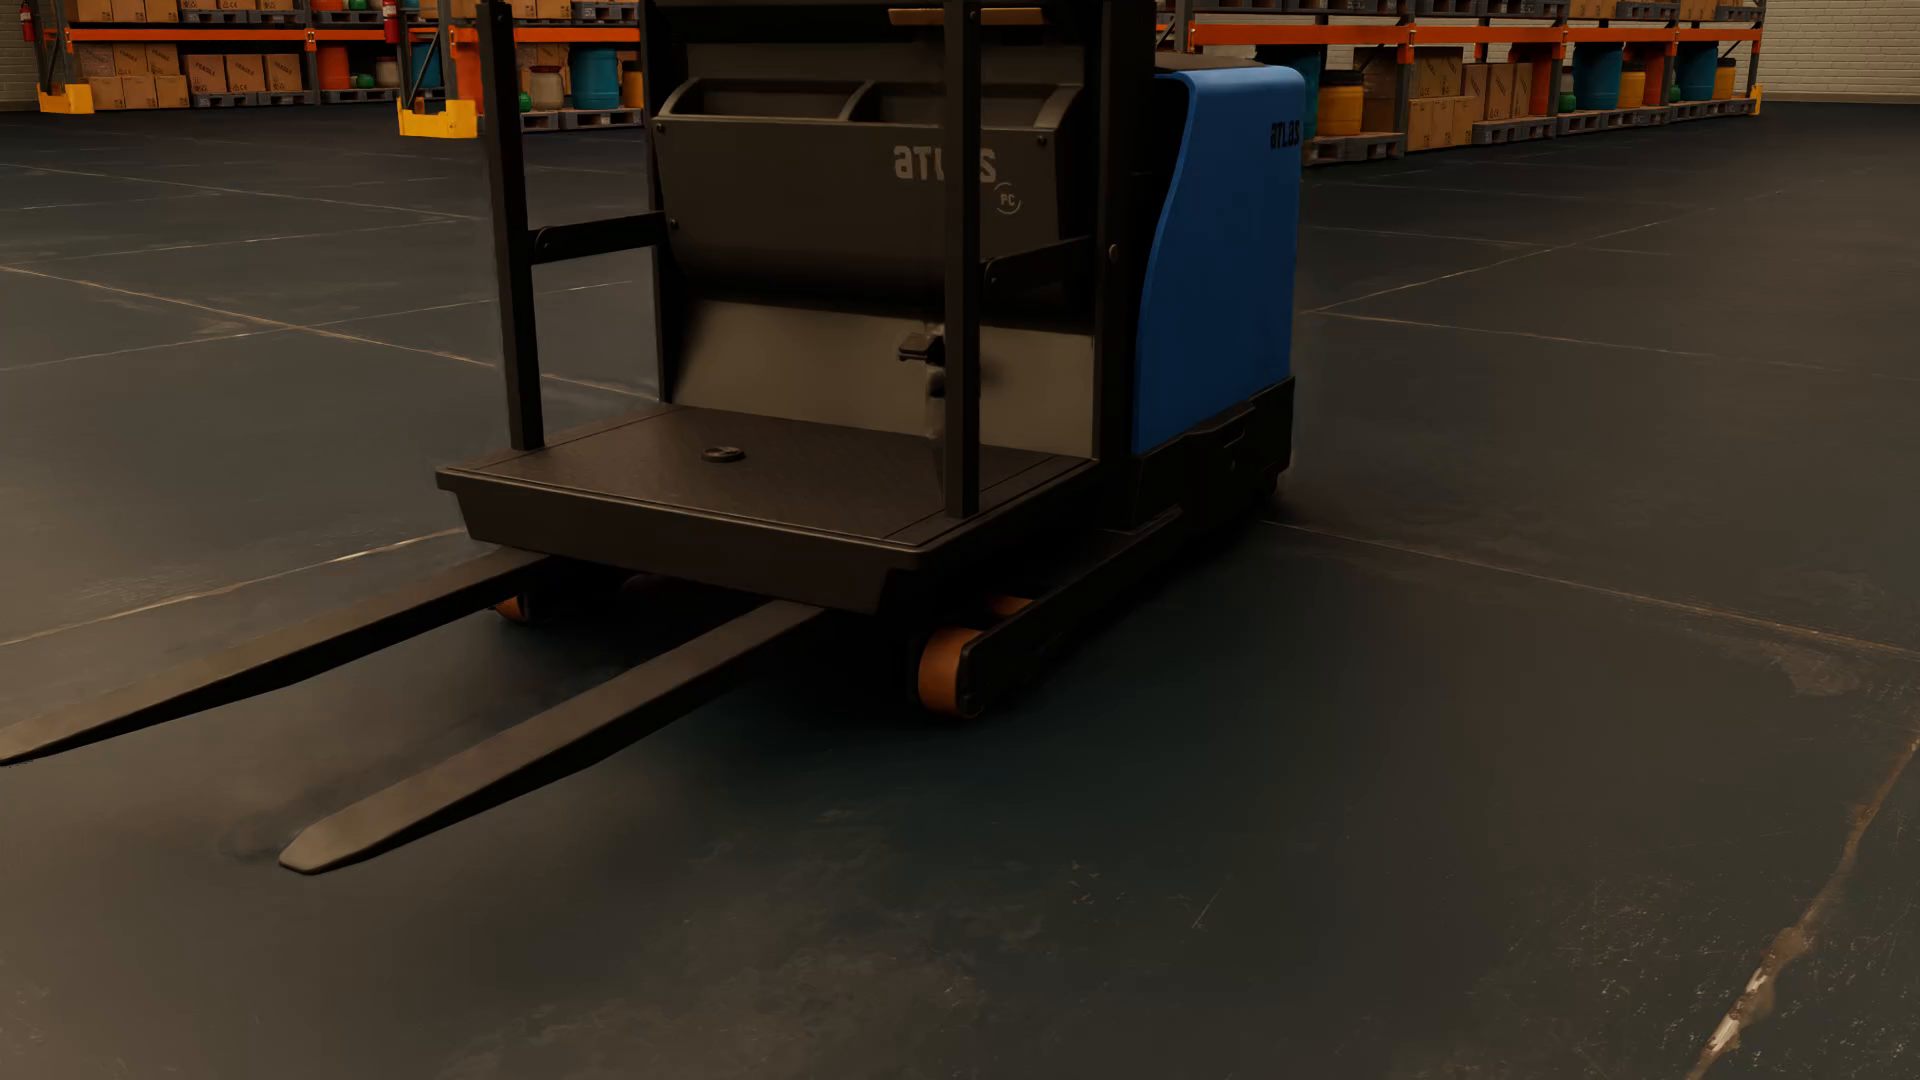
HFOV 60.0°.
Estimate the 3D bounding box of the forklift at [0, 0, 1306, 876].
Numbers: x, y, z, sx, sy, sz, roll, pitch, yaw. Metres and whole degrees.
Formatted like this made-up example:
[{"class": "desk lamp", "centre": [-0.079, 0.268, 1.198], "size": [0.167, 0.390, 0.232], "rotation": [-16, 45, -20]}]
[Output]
[{"class": "forklift", "centre": [-0.299, -1.238, 2.973], "size": [1.130, 2.935, 3.031], "rotation": [9, 19, 28]}]
